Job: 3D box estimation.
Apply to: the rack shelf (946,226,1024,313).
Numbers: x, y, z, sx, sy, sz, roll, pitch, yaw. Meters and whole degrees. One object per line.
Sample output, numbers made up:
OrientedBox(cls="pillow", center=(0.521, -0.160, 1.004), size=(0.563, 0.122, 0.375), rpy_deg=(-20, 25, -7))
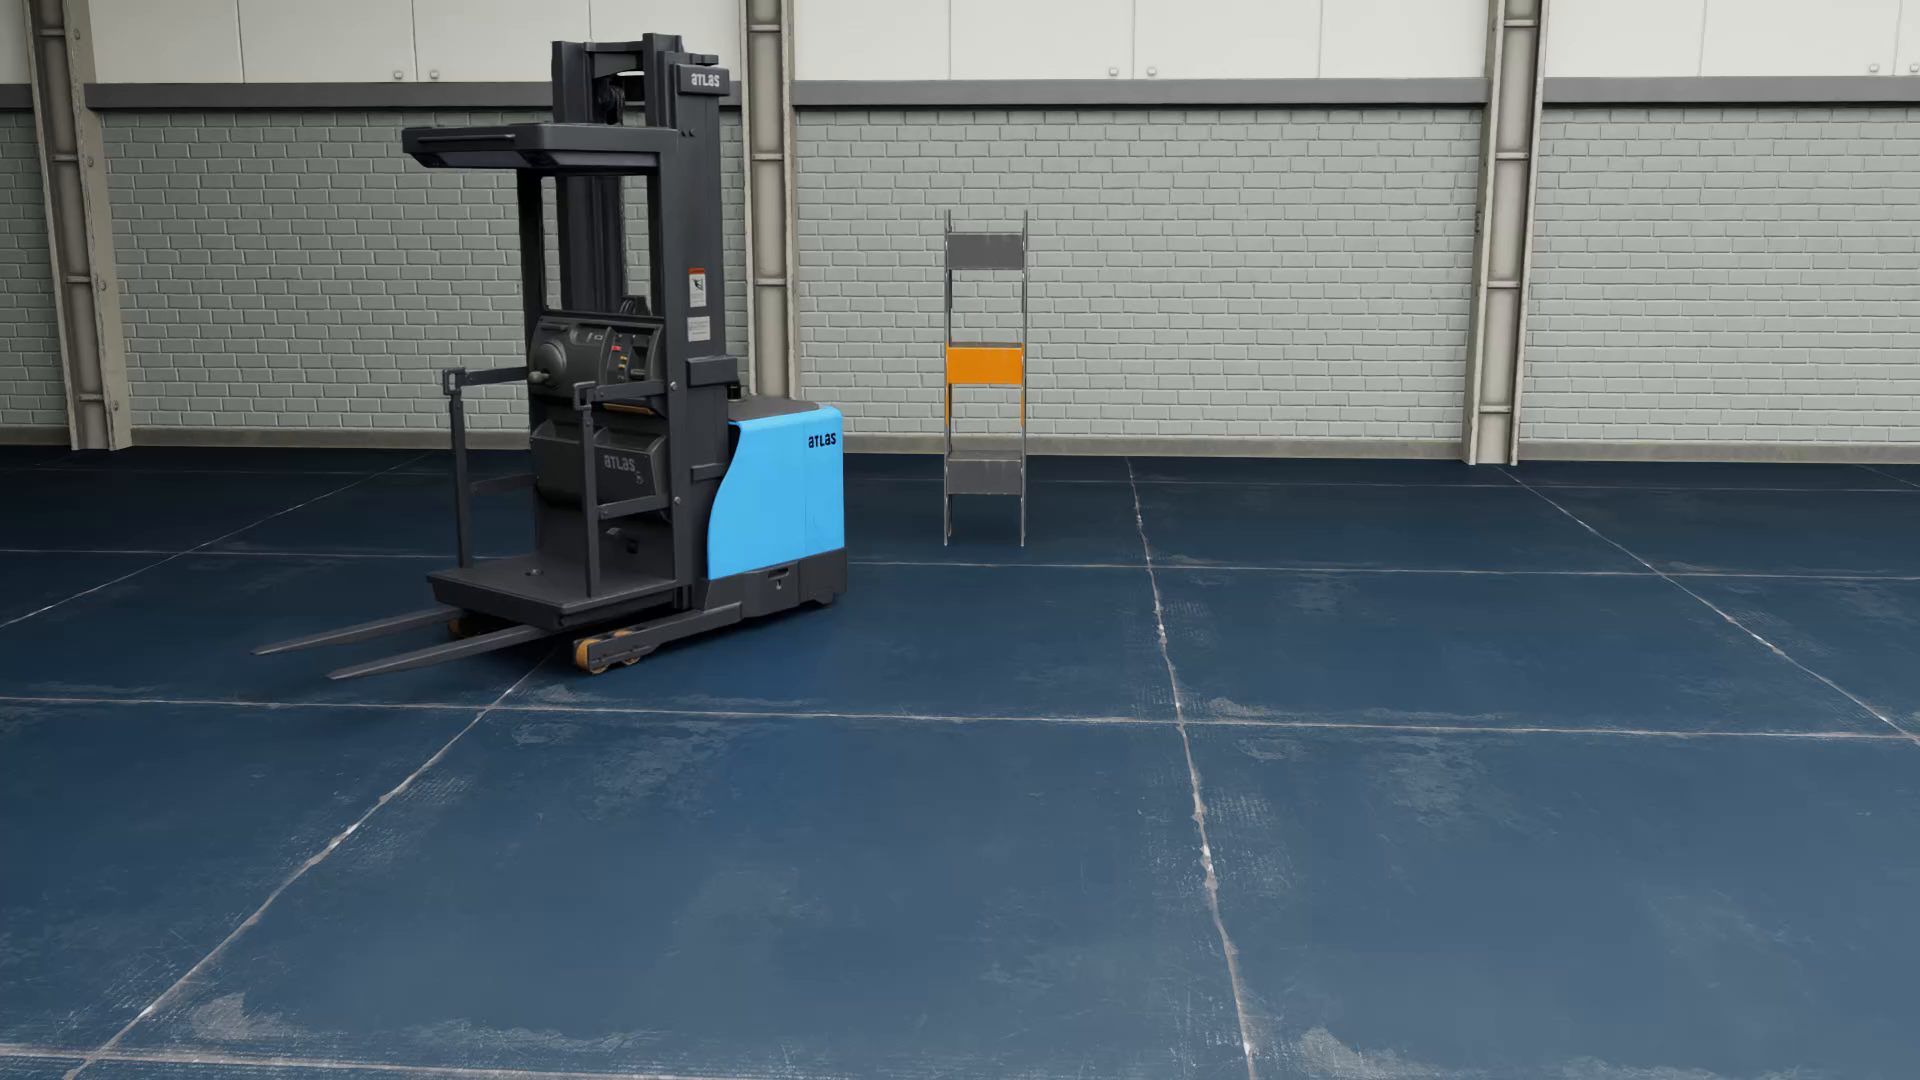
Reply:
OrientedBox(cls="rack shelf", center=(0.165, -1.697, 10.402), size=(0.480, 0.518, 0.431), rpy_deg=(1, 12, 4))

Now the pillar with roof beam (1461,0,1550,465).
OrientedBox(cls="pillar with roof beam", center=(4.125, -4.177, 8.758), size=(0.400, 9.000, 9.100), rpy_deg=(1, 12, 4))

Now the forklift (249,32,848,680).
OrientedBox(cls="forklift", center=(-1.928, -0.923, 8.023), size=(1.130, 2.935, 3.031), rpy_deg=(9, 15, 38))

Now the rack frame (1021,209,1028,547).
OrientedBox(cls="rack frame", center=(0.409, -1.022, 10.526), size=(0.015, 2.100, 0.400), rpy_deg=(1, 12, 4))

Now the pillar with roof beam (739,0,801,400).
OrientedBox(cls="pillar with roof beam", center=(-1.861, -4.259, 9.150), size=(0.400, 9.000, 9.100), rpy_deg=(1, 12, 4))

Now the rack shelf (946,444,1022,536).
OrientedBox(cls="rack shelf", center=(0.165, -0.327, 10.688), size=(0.480, 0.518, 0.431), rpy_deg=(1, 12, 4))

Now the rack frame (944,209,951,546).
OrientedBox(cls="rack frame", center=(-0.078, -1.029, 10.558), size=(0.015, 2.100, 0.400), rpy_deg=(1, 12, 4))

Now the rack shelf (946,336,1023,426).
OrientedBox(cls="rack shelf", center=(0.165, -1.012, 10.545), size=(0.480, 0.518, 0.431), rpy_deg=(1, 12, 4))

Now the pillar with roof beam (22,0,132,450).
OrientedBox(cls="pillar with roof beam", center=(-7.848, -4.341, 9.542), size=(0.400, 9.000, 9.100), rpy_deg=(1, 12, 4))

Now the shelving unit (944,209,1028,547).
OrientedBox(cls="shelving unit", center=(0.165, -1.025, 10.542), size=(0.503, 2.100, 0.431), rpy_deg=(1, 12, 4))
